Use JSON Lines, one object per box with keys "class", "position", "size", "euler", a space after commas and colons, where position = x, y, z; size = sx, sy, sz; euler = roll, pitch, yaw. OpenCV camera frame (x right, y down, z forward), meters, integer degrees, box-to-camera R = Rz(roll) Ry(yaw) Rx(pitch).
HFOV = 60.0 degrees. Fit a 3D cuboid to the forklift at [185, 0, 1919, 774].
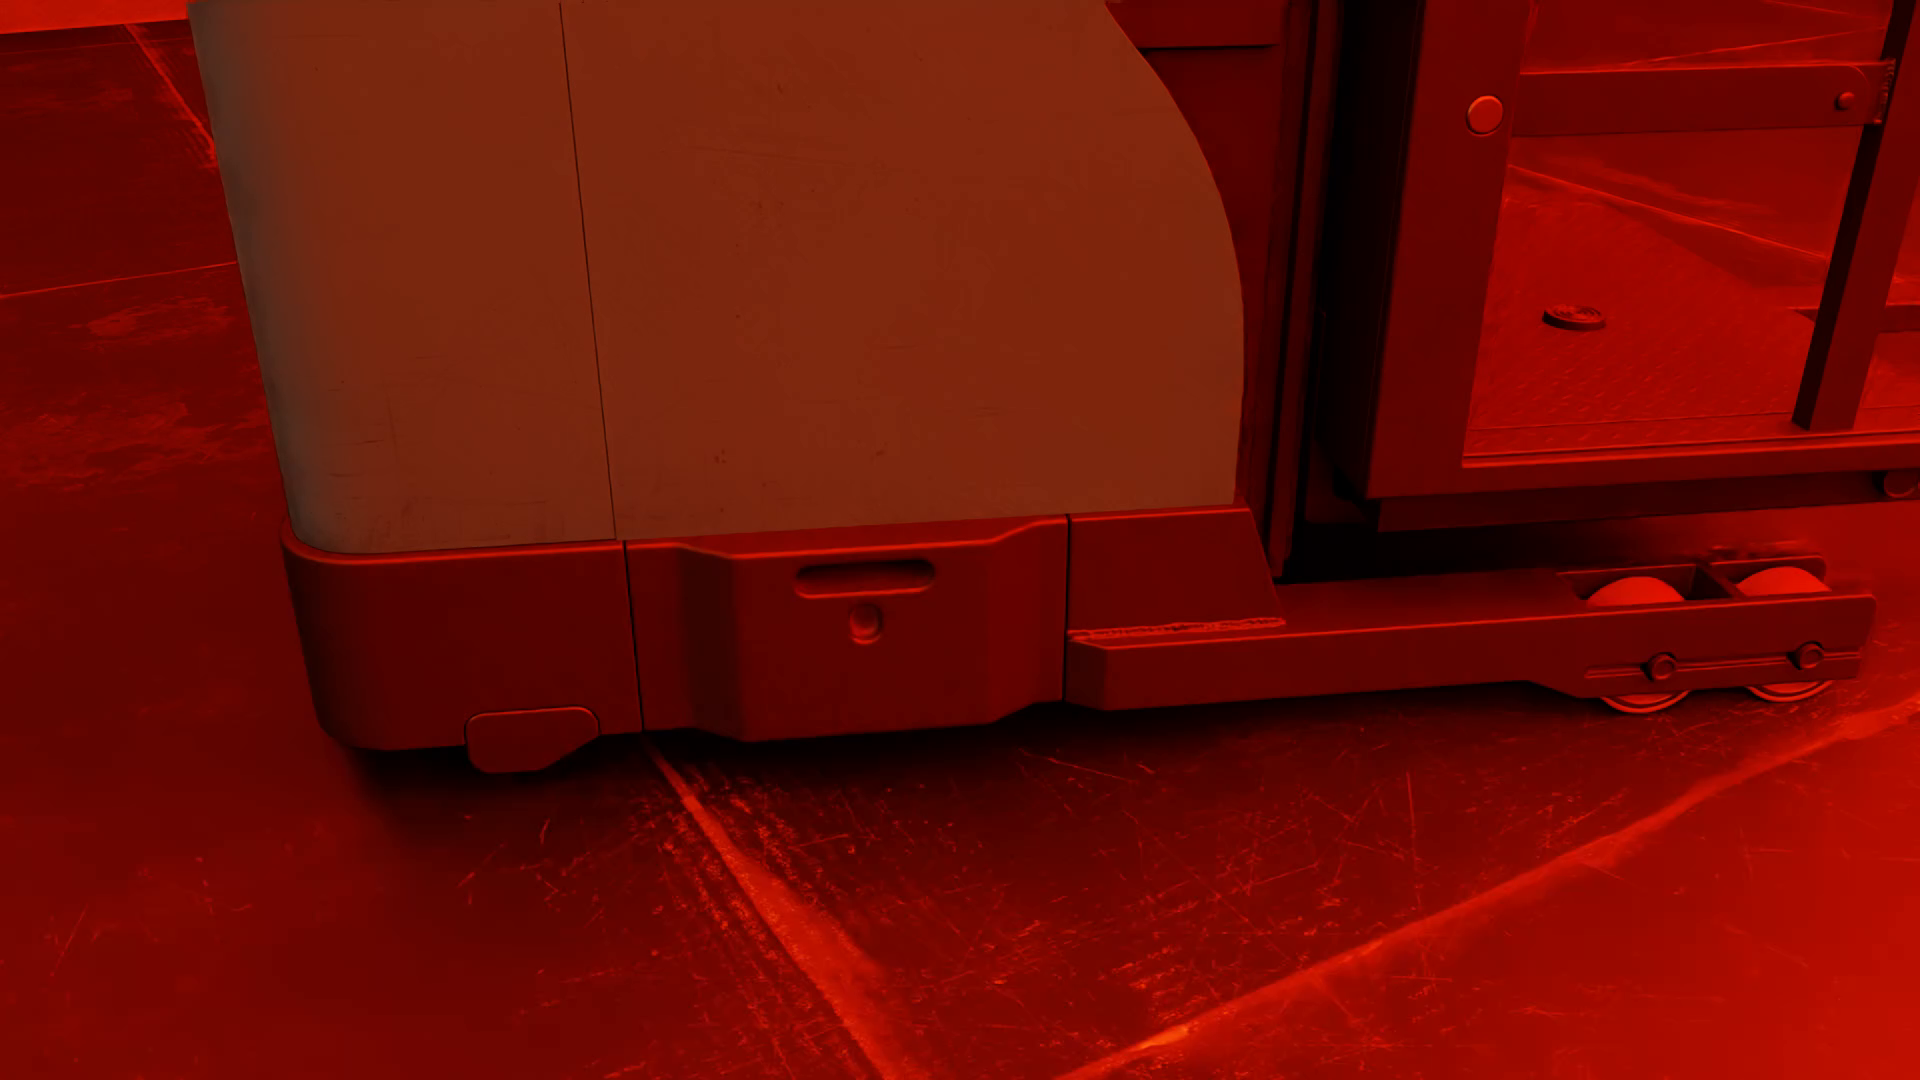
{"class": "forklift", "position": [0.693, -1.326, 1.874], "size": [3.031, 2.935, 1.130], "euler": [-3, 27, -7]}
